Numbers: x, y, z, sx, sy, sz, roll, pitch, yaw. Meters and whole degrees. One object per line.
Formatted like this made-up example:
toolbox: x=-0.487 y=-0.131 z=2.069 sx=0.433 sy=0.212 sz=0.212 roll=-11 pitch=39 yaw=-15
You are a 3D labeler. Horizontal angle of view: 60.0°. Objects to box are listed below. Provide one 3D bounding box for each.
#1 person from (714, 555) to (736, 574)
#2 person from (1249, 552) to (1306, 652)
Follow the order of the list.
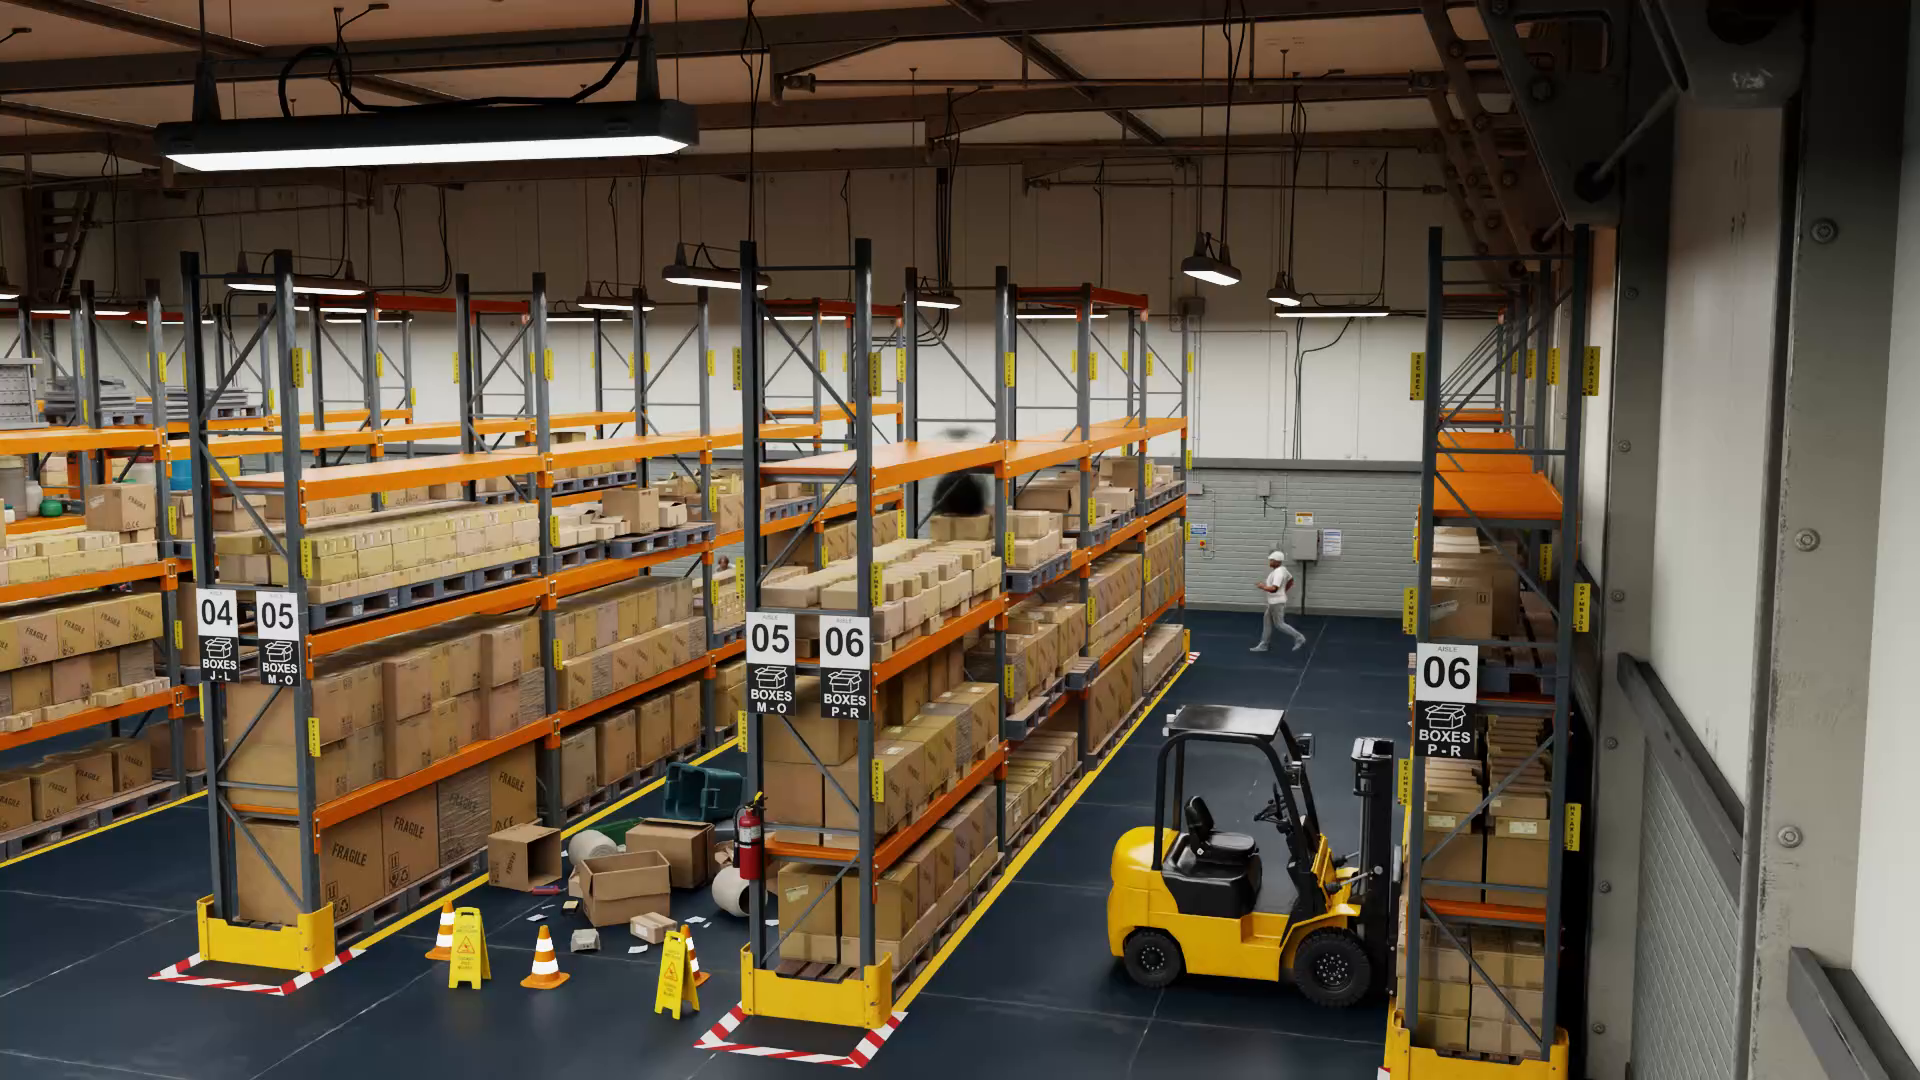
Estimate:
person: x=-4.273 y=1.002 z=30.892 sx=0.570 sy=1.440 sz=0.890 roll=1 pitch=6 yaw=9
person: x=5.465 y=1.070 z=28.538 sx=0.976 sy=1.749 sz=0.717 roll=2 pitch=7 yaw=15
